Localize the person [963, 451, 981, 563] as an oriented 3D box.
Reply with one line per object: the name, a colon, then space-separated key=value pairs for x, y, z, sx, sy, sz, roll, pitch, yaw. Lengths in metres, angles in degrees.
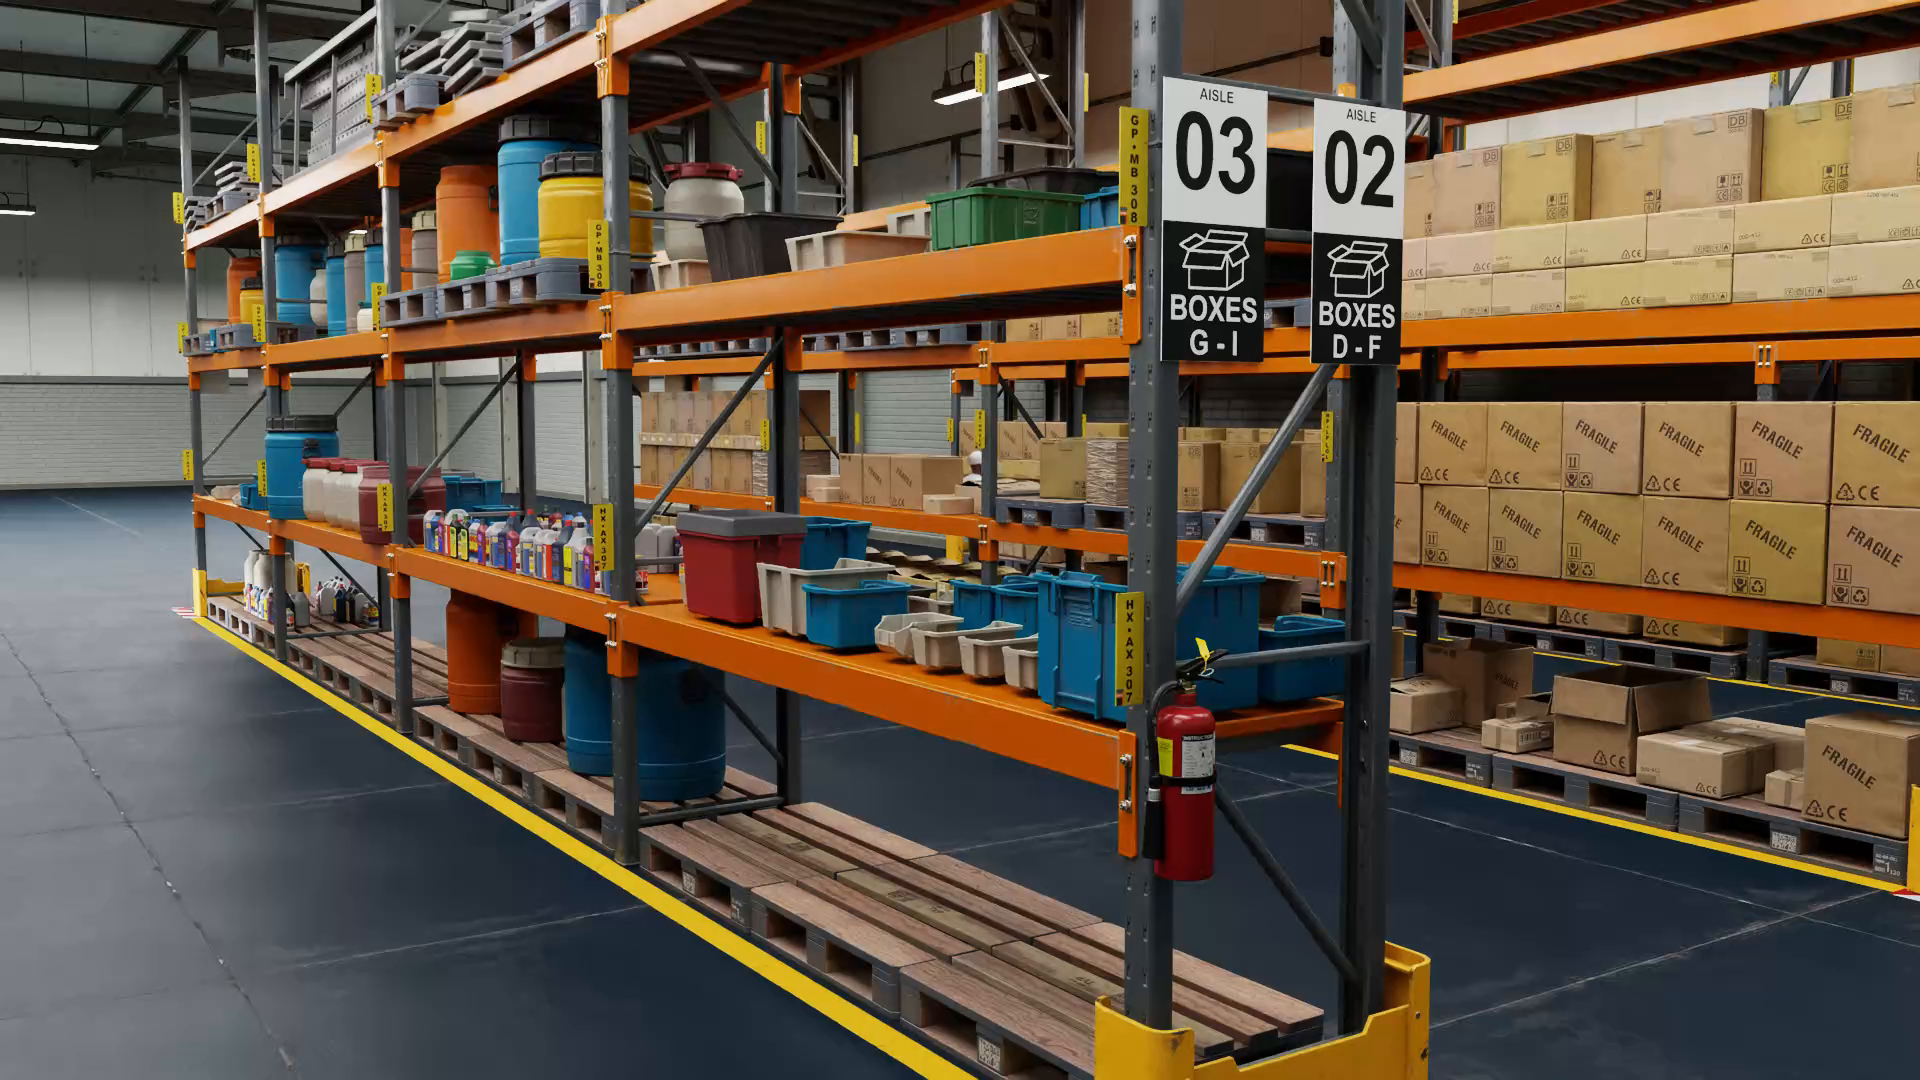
person: x=0.292 y=-0.122 z=18.849 sx=0.541 sy=1.770 sz=0.548 roll=-3 pitch=6 yaw=-34
